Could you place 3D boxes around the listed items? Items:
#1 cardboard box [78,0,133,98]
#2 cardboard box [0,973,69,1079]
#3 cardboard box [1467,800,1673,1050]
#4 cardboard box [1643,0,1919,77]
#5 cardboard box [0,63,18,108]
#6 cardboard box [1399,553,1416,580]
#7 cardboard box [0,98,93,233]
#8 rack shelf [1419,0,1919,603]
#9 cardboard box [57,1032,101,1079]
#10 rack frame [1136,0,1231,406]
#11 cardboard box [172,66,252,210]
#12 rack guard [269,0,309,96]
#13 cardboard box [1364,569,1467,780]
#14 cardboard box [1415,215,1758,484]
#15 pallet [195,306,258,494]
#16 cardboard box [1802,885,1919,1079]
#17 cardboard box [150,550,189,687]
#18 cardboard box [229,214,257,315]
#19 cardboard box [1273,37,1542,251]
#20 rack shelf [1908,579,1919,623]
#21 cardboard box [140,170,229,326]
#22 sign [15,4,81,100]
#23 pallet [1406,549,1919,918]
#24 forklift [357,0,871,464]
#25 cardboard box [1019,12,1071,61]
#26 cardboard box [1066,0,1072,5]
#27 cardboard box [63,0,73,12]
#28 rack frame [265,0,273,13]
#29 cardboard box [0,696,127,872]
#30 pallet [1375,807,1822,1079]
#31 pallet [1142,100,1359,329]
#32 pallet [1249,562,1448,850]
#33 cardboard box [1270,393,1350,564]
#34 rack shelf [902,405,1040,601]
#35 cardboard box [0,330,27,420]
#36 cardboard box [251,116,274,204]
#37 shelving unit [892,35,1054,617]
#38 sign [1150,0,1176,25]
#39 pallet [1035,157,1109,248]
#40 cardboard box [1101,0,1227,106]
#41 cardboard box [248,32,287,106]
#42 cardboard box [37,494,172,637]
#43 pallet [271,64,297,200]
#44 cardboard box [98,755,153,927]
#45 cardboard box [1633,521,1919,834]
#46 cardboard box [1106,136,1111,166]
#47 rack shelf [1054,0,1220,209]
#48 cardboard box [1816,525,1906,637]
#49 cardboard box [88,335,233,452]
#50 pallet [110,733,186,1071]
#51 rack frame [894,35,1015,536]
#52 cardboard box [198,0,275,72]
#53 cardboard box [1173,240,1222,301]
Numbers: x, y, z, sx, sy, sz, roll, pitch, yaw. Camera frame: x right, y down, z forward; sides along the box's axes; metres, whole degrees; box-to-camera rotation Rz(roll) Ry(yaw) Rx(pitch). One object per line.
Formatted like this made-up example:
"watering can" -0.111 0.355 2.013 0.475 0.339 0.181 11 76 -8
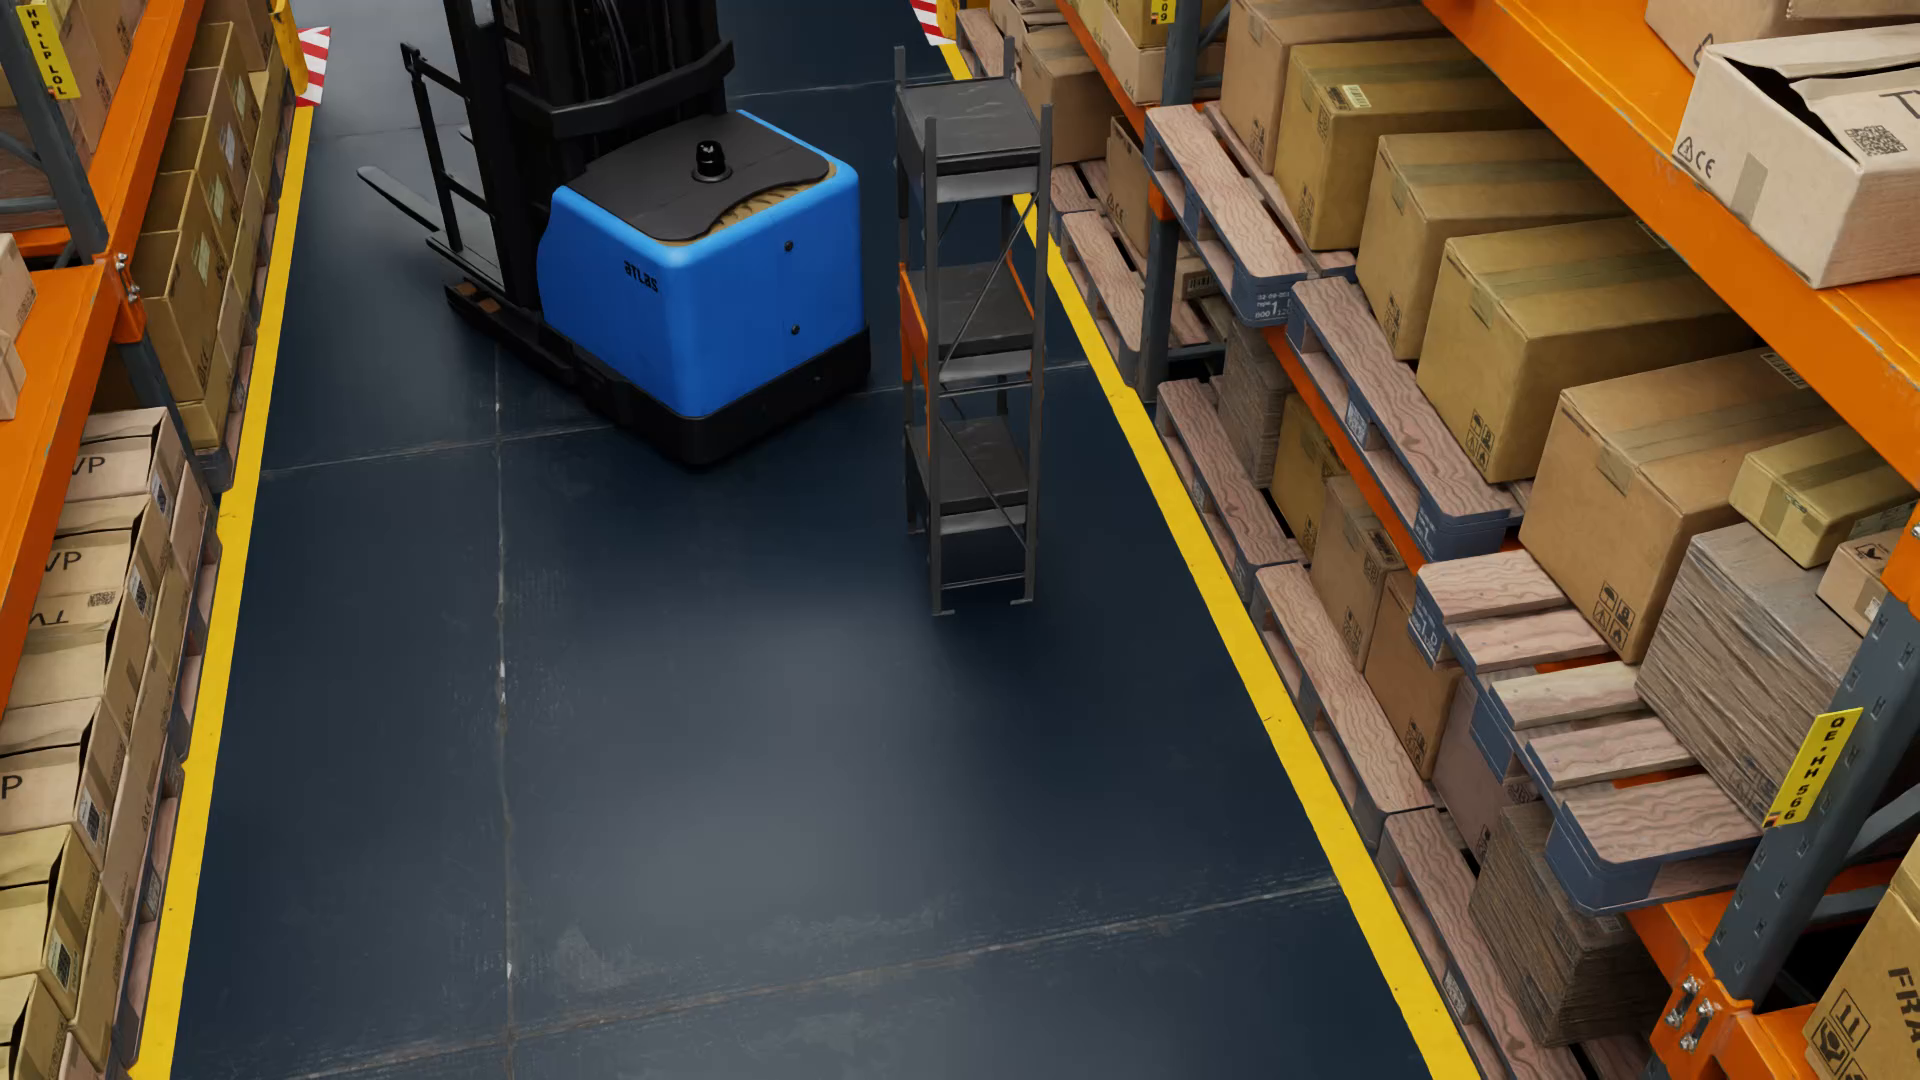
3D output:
"cardboard box" -3.867 -2.112 6.795 0.700 0.500 0.500 -8 42 -9
"cardboard box" -2.625 1.412 4.232 0.500 0.311 0.500 -9 42 -10
"cardboard box" 1.953 1.070 4.837 0.700 0.500 0.500 -8 42 -9
"cardboard box" 1.970 -1.263 3.560 0.797 0.503 0.637 -3 42 -3
"cardboard box" -3.409 -1.604 5.733 0.380 0.149 0.250 -8 42 -9
"cardboard box" 1.775 0.078 5.389 0.500 0.250 0.500 -9 42 -9
"cardboard box" -3.642 -1.446 6.044 0.700 0.500 0.500 -9 42 -10
"rack shelf" 1.728 -1.390 4.339 1.077 0.370 4.000 -8 42 -9
"cardboard box" -2.612 1.635 4.403 0.500 0.250 0.500 -9 42 -10
"rack frame" 1.296 -1.834 6.556 1.000 3.000 0.127 -8 42 -9
"cardboard box" -3.660 -1.848 7.763 0.500 0.500 0.500 -8 42 -9
"rack guard" -4.409 -2.795 9.522 1.175 0.500 0.348 -8 42 -9
"cardboard box" 1.821 0.401 5.590 0.700 0.500 0.500 -9 42 -10
"cardboard box" 1.758 -0.551 4.704 0.700 0.500 0.500 -8 42 -9
"pallet" -3.671 -0.600 7.267 1.003 0.211 1.213 -8 42 -9
"cardboard box" 2.014 0.954 3.101 0.500 0.500 0.500 -7 42 -8
"cardboard box" -3.060 0.305 5.902 0.500 0.250 0.500 -9 42 -10
"cardboard box" -3.550 -1.244 7.647 0.500 0.250 0.500 -8 42 -9
"cardboard box" 1.486 -1.338 5.591 0.700 0.500 0.500 -4 42 -5
"rack shelf" 2.591 1.203 1.418 1.077 0.370 4.000 -8 42 -9
"cardboard box" -3.450 -1.199 7.032 0.500 0.500 0.500 -8 42 -9
"sign" -3.012 -1.609 5.491 0.100 0.325 0.005 -8 42 -9
"pallet" 1.902 0.384 4.202 1.213 0.211 1.003 -8 42 -9
"forklift" -1.801 -2.286 7.117 3.031 2.935 1.130 33 51 32
"cardboard box" 0.617 -2.755 9.288 0.500 0.311 0.500 -5 42 -6
"cardboard box" 0.675 -2.697 7.626 0.500 0.250 0.500 -9 42 -10
"cardboard box" -3.579 -2.103 6.296 0.380 0.149 0.250 -9 42 -10
"rack frame" -4.403 -3.714 8.675 1.000 3.000 0.127 -8 42 -9
"cardboard box" -2.844 0.748 4.981 0.500 0.311 0.500 -9 42 -10
"pallet" 1.992 1.295 5.132 1.003 0.211 1.213 -8 42 -9
"pallet" 1.319 -1.246 6.038 1.003 0.211 1.213 -8 42 -9
"pallet" 1.732 0.506 6.021 1.003 0.211 1.213 -8 42 -9
"cardboard box" 1.632 -0.261 6.336 0.700 0.500 0.500 -9 42 -10
"rack shelf" 0.036 -0.144 6.406 0.431 0.518 0.480 -8 42 -9
"cardboard box" -3.171 -0.528 5.186 0.396 0.266 0.258 -9 42 -10
"cardboard box" -3.770 -1.892 8.376 0.500 0.250 0.500 -8 42 -9
"shelving unit" 0.036 -0.678 5.932 0.431 2.100 0.503 -8 42 -9
"sign" 0.768 -2.075 6.176 0.100 0.325 0.005 -8 42 -9
"pallet" 0.850 -2.014 8.860 1.003 0.211 1.213 -8 42 -9
"cardboard box" 0.898 -2.049 6.897 0.500 0.250 0.500 -8 42 -9
"cardboard box" -3.999 -2.538 9.104 0.500 0.250 0.500 -8 42 -9
"cardboard box" -3.054 0.098 5.713 0.500 0.311 0.500 -7 42 -8
"pallet" -4.197 -2.182 9.049 1.003 0.211 1.213 -8 42 -9
"cardboard box" -2.841 0.967 5.156 0.500 0.250 0.500 -8 42 -8
"cardboard box" 2.048 0.254 3.798 0.700 0.500 0.500 -13 43 -14
"cardboard box" 0.970 -1.972 8.528 0.380 0.149 0.250 -12 43 -13
"rack shelf" 0.864 -2.861 8.256 1.077 0.370 4.000 -8 42 -9
"cardboard box" 2.056 0.095 3.488 0.380 0.149 0.250 -14 43 -15
"cardboard box" -3.344 -0.594 6.915 0.500 0.250 0.500 -8 42 -9
"pallet" -3.076 1.186 5.255 1.003 0.211 1.213 -8 42 -9
"rack frame" -0.017 -0.836 6.110 0.400 2.100 0.015 -8 42 -9
"cardboard box" -3.997 -2.819 8.856 0.500 0.500 0.500 -8 42 -9
"cardboard box" 1.151 -1.281 7.737 0.380 0.166 0.250 -14 43 -15
